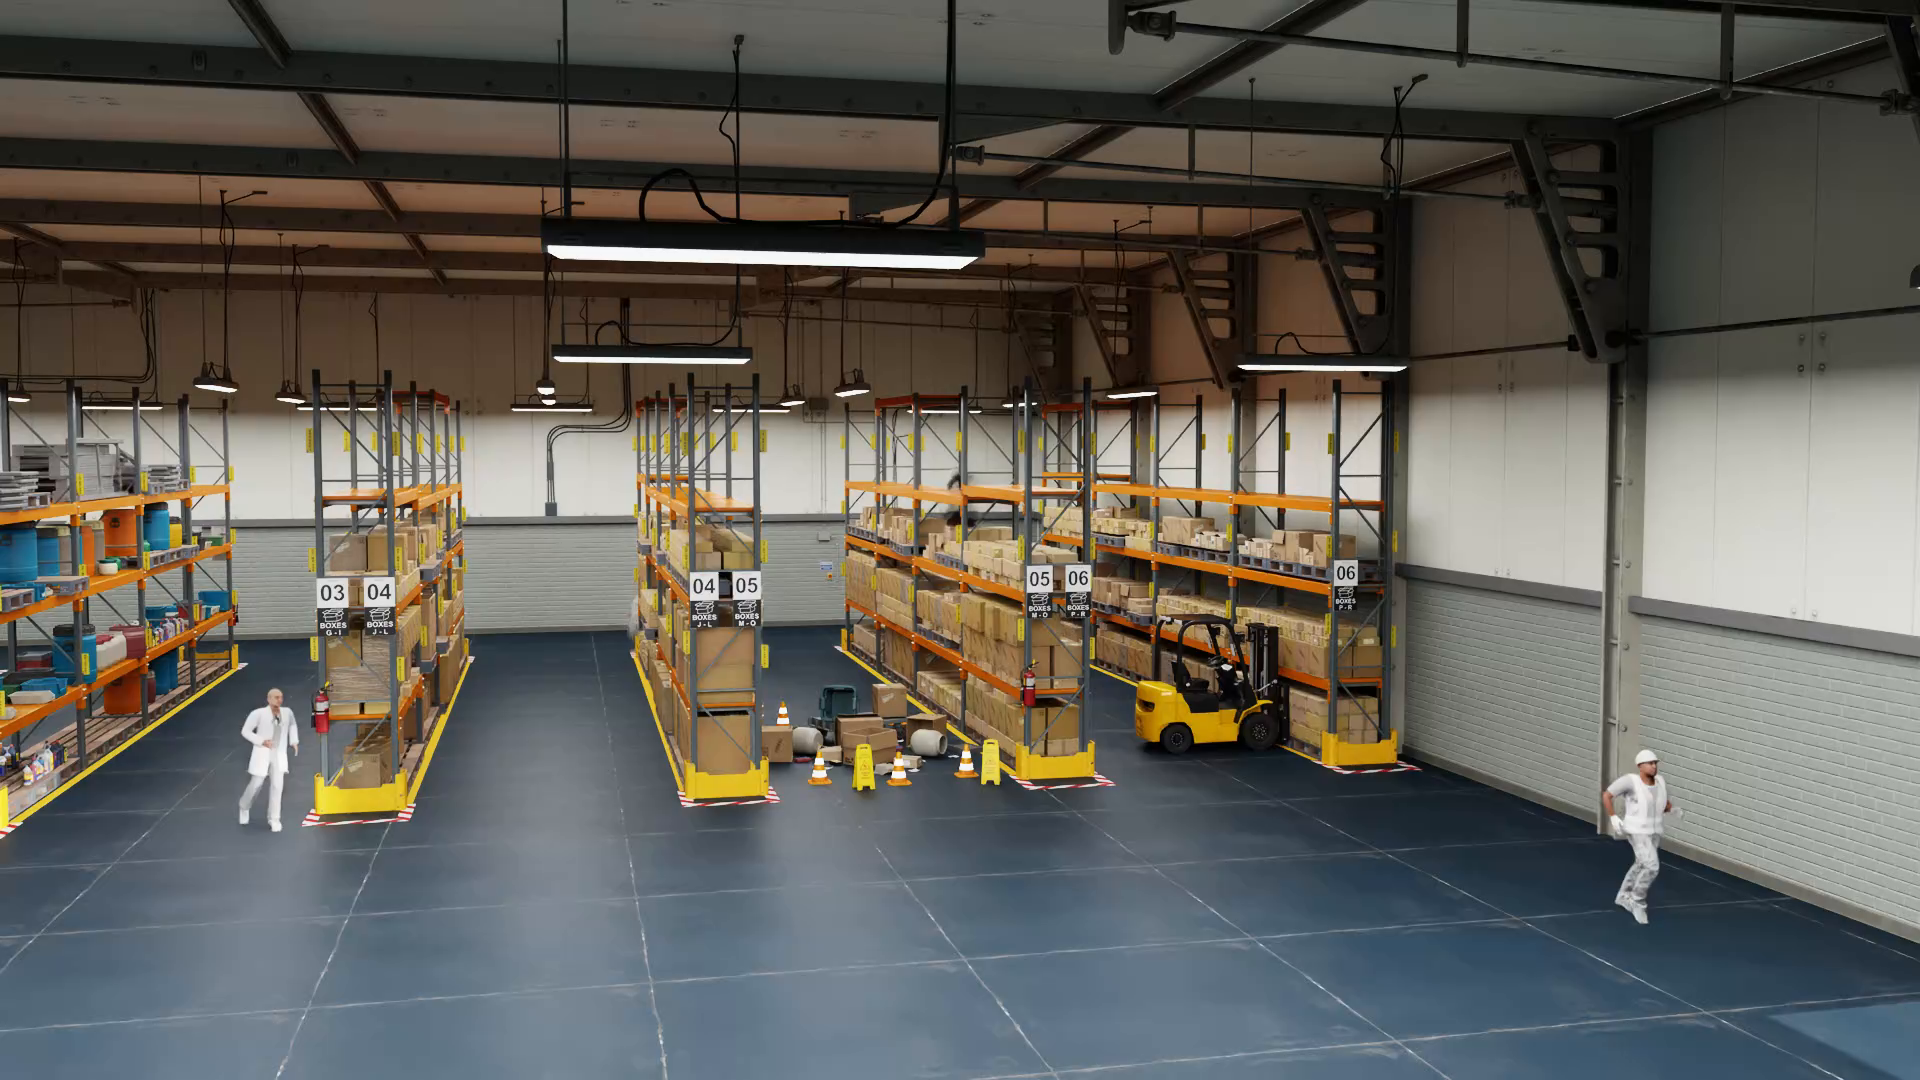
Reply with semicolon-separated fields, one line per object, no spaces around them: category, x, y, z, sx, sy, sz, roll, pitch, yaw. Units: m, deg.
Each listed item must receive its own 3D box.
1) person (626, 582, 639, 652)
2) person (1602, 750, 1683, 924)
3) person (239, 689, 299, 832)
person;-7.693;1.853;39.970;0.557;1.726;0.708;-2;4;-35
person;7.222;3.114;17.515;0.666;1.821;0.748;-2;4;-27
person;-9.021;2.850;21.820;0.768;1.797;0.949;-3;5;-43
